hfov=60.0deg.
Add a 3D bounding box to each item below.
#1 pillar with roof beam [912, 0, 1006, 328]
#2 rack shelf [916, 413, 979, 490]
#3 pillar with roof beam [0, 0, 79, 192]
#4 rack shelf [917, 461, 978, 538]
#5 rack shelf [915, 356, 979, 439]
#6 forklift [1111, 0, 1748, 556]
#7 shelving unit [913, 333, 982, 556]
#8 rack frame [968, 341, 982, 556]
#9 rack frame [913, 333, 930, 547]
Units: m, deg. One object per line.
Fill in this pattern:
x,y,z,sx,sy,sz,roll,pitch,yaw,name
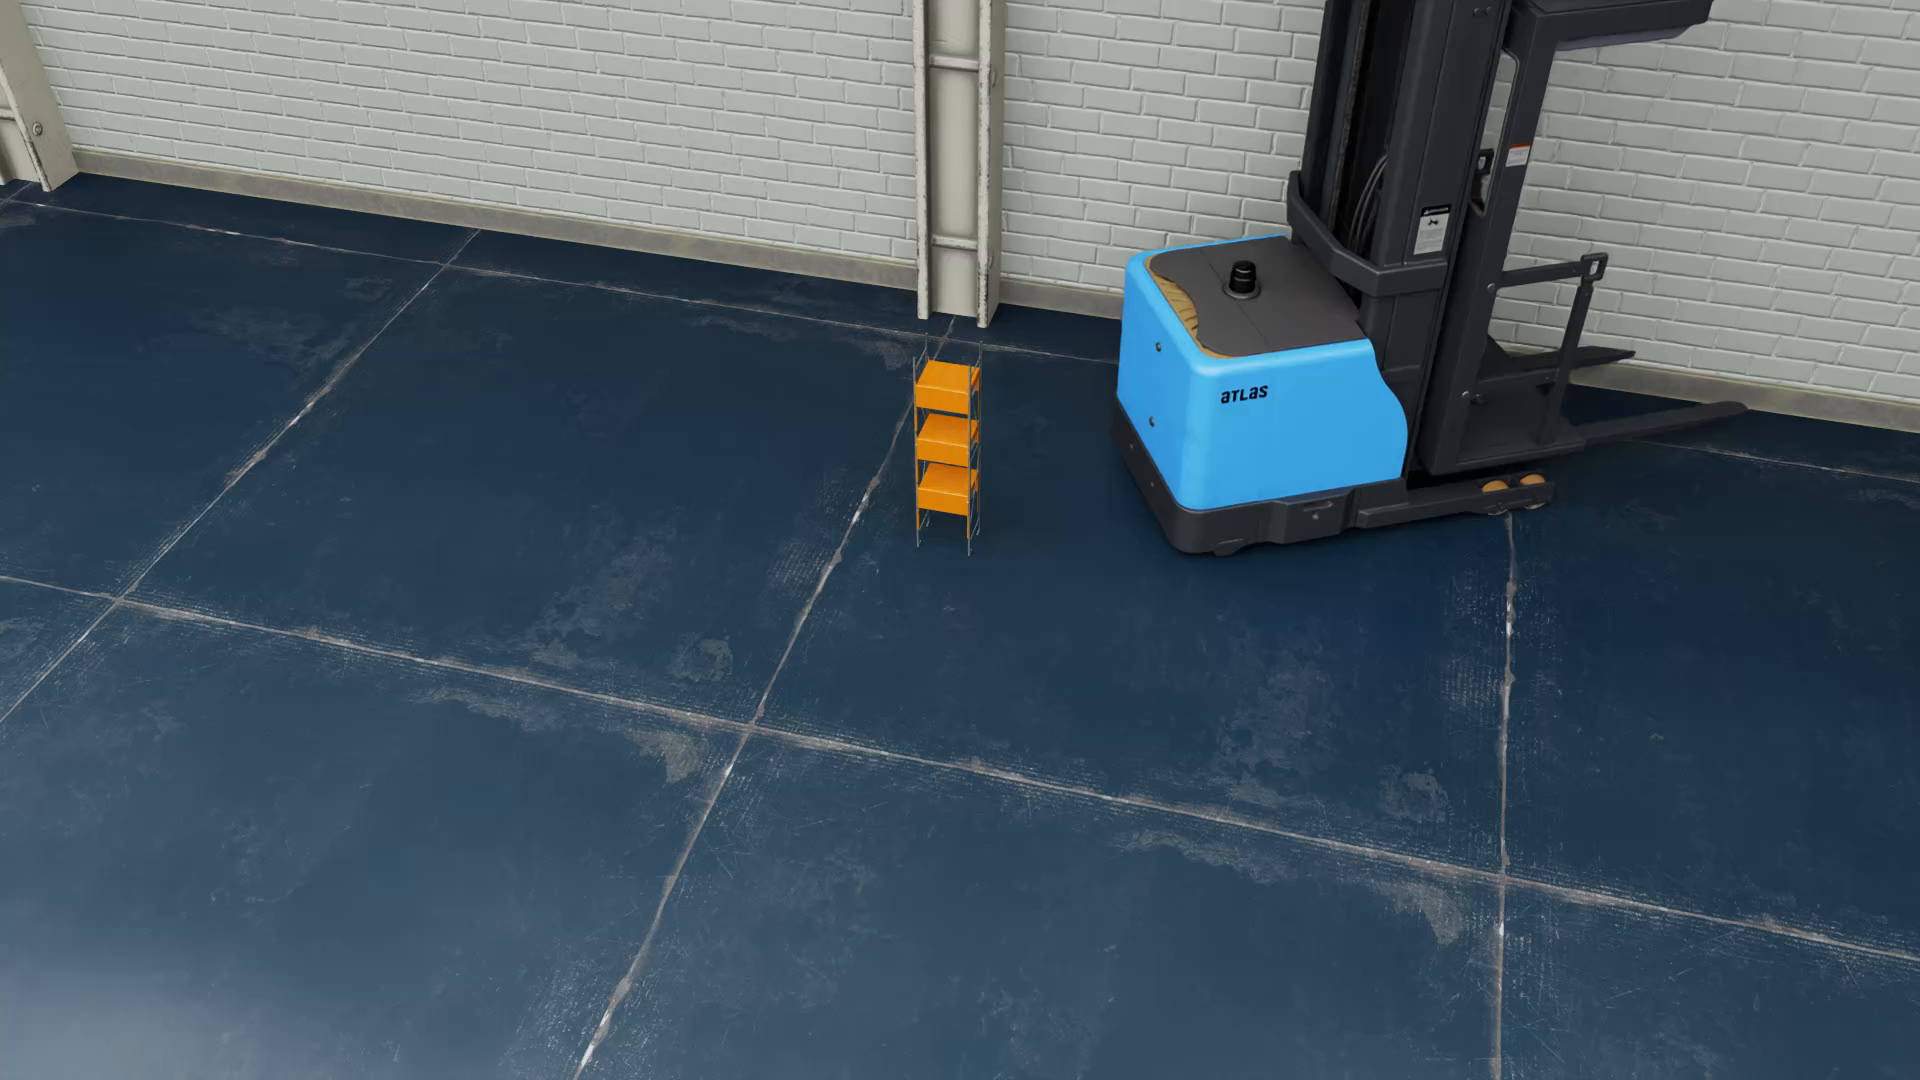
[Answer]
-1.116,-2.065,3.212,0.400,9.000,9.100,10,41,11,pillar with roof beam
-0.052,-0.403,7.430,0.240,0.259,0.215,10,41,11,rack shelf
-6.912,-3.062,4.399,0.400,9.000,9.100,10,41,11,pillar with roof beam
-0.052,-0.190,7.608,0.240,0.259,0.215,10,41,11,rack shelf
-0.052,-0.620,7.247,0.240,0.259,0.215,10,41,11,rack shelf
2.325,-1.559,7.327,3.031,2.935,1.130,-9,41,-11,forklift
-0.052,-0.411,7.423,0.252,1.050,0.215,10,41,11,shelving unit
0.066,-0.391,7.399,0.008,1.050,0.200,10,41,11,rack frame
-0.170,-0.431,7.447,0.008,1.050,0.200,10,41,11,rack frame
